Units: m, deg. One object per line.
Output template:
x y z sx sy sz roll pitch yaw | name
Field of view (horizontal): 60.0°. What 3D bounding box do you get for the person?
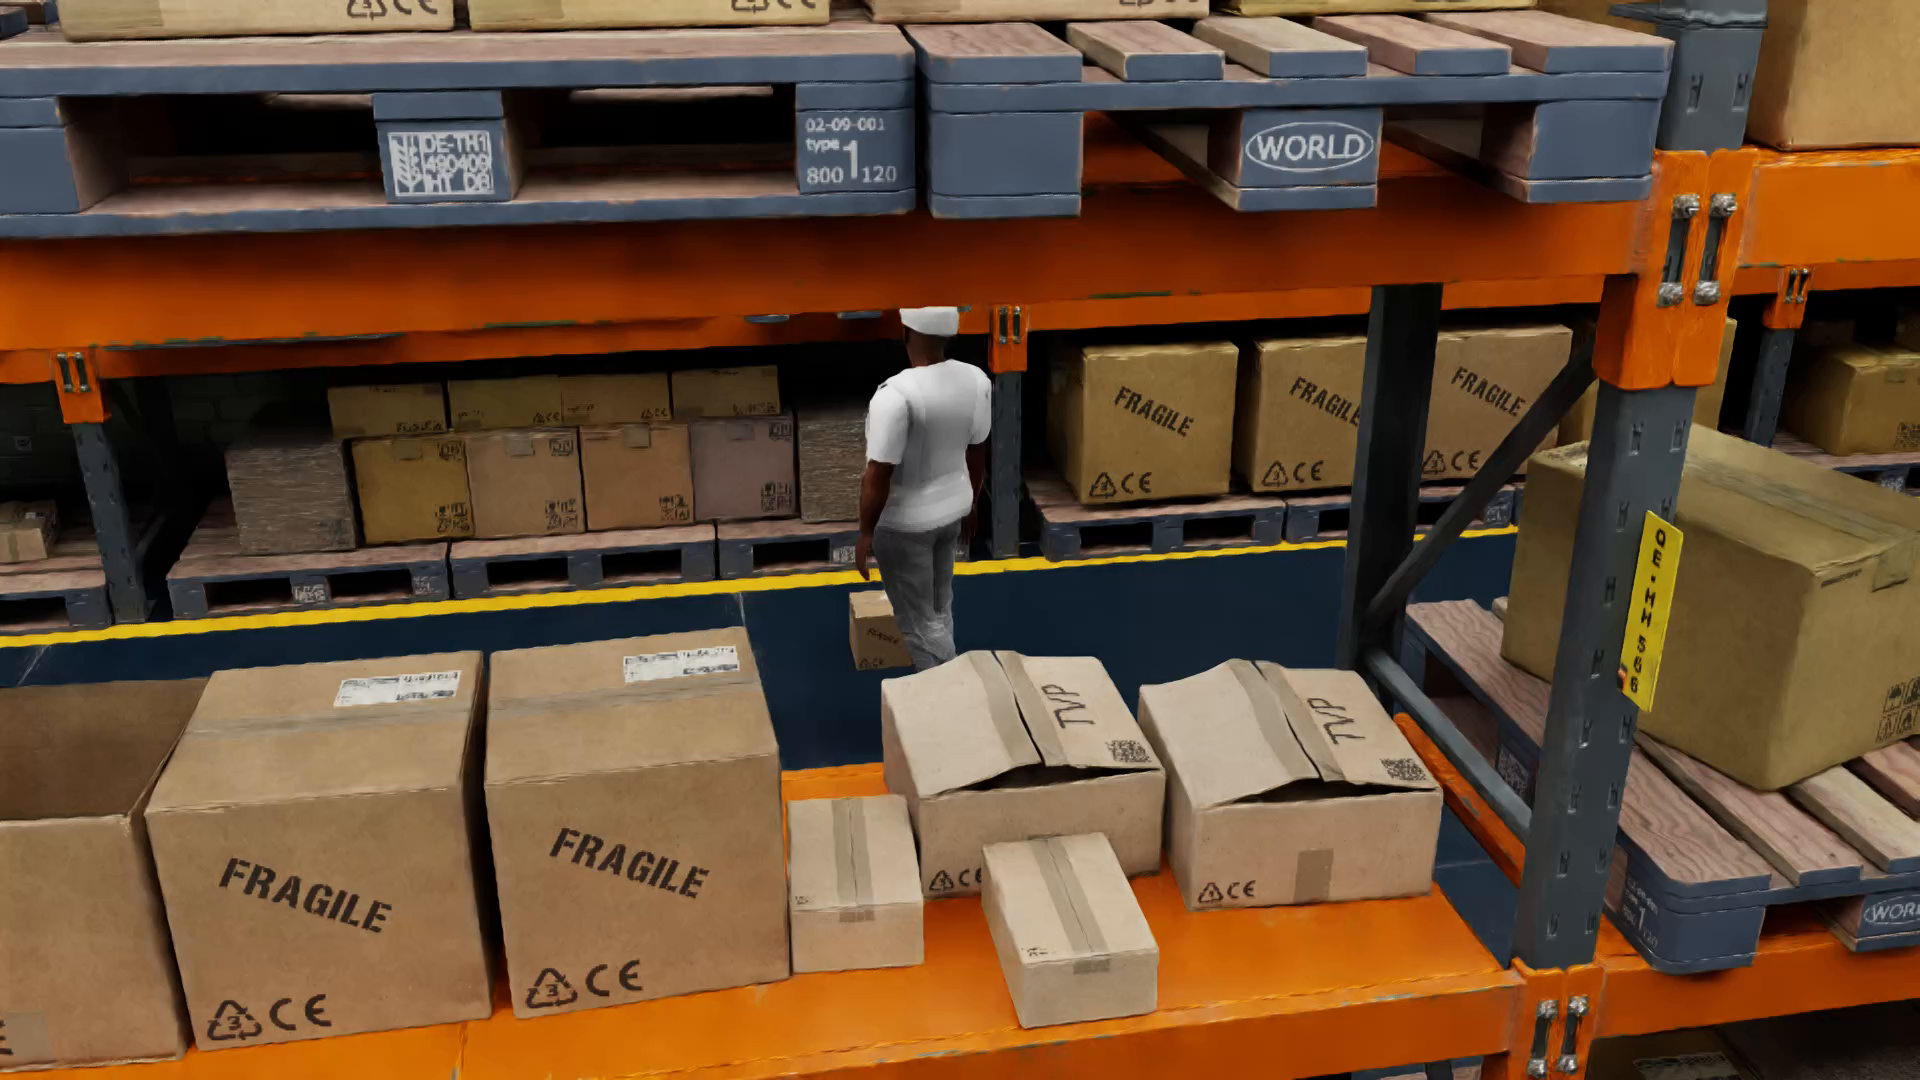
-0.147 -0.082 6.234 0.431 1.765 0.610 21 31 40 | person
